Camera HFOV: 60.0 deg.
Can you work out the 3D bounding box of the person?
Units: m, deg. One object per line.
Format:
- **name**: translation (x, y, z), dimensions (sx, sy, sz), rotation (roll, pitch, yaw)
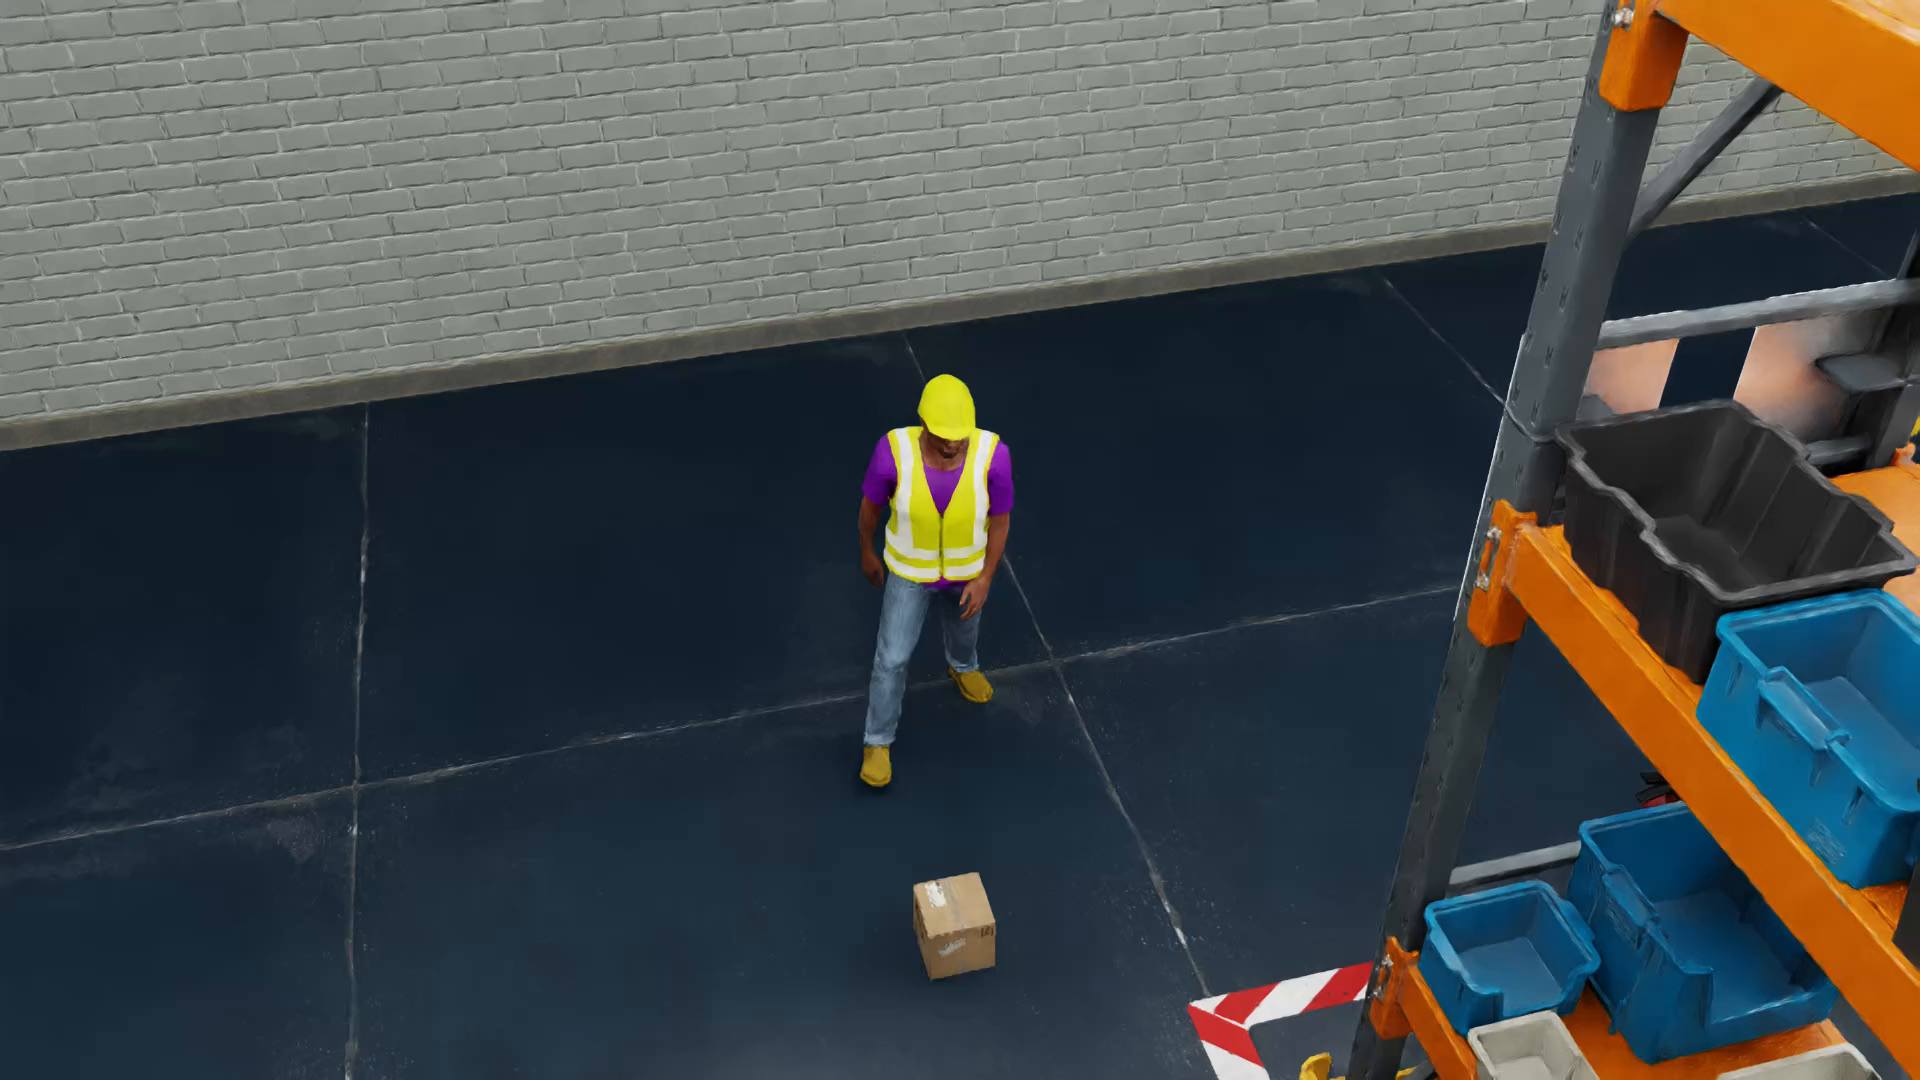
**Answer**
- **person**: translation (-0.121, 0.112, 6.553), dimensions (0.663, 1.740, 0.771), rotation (-5, 38, -6)
